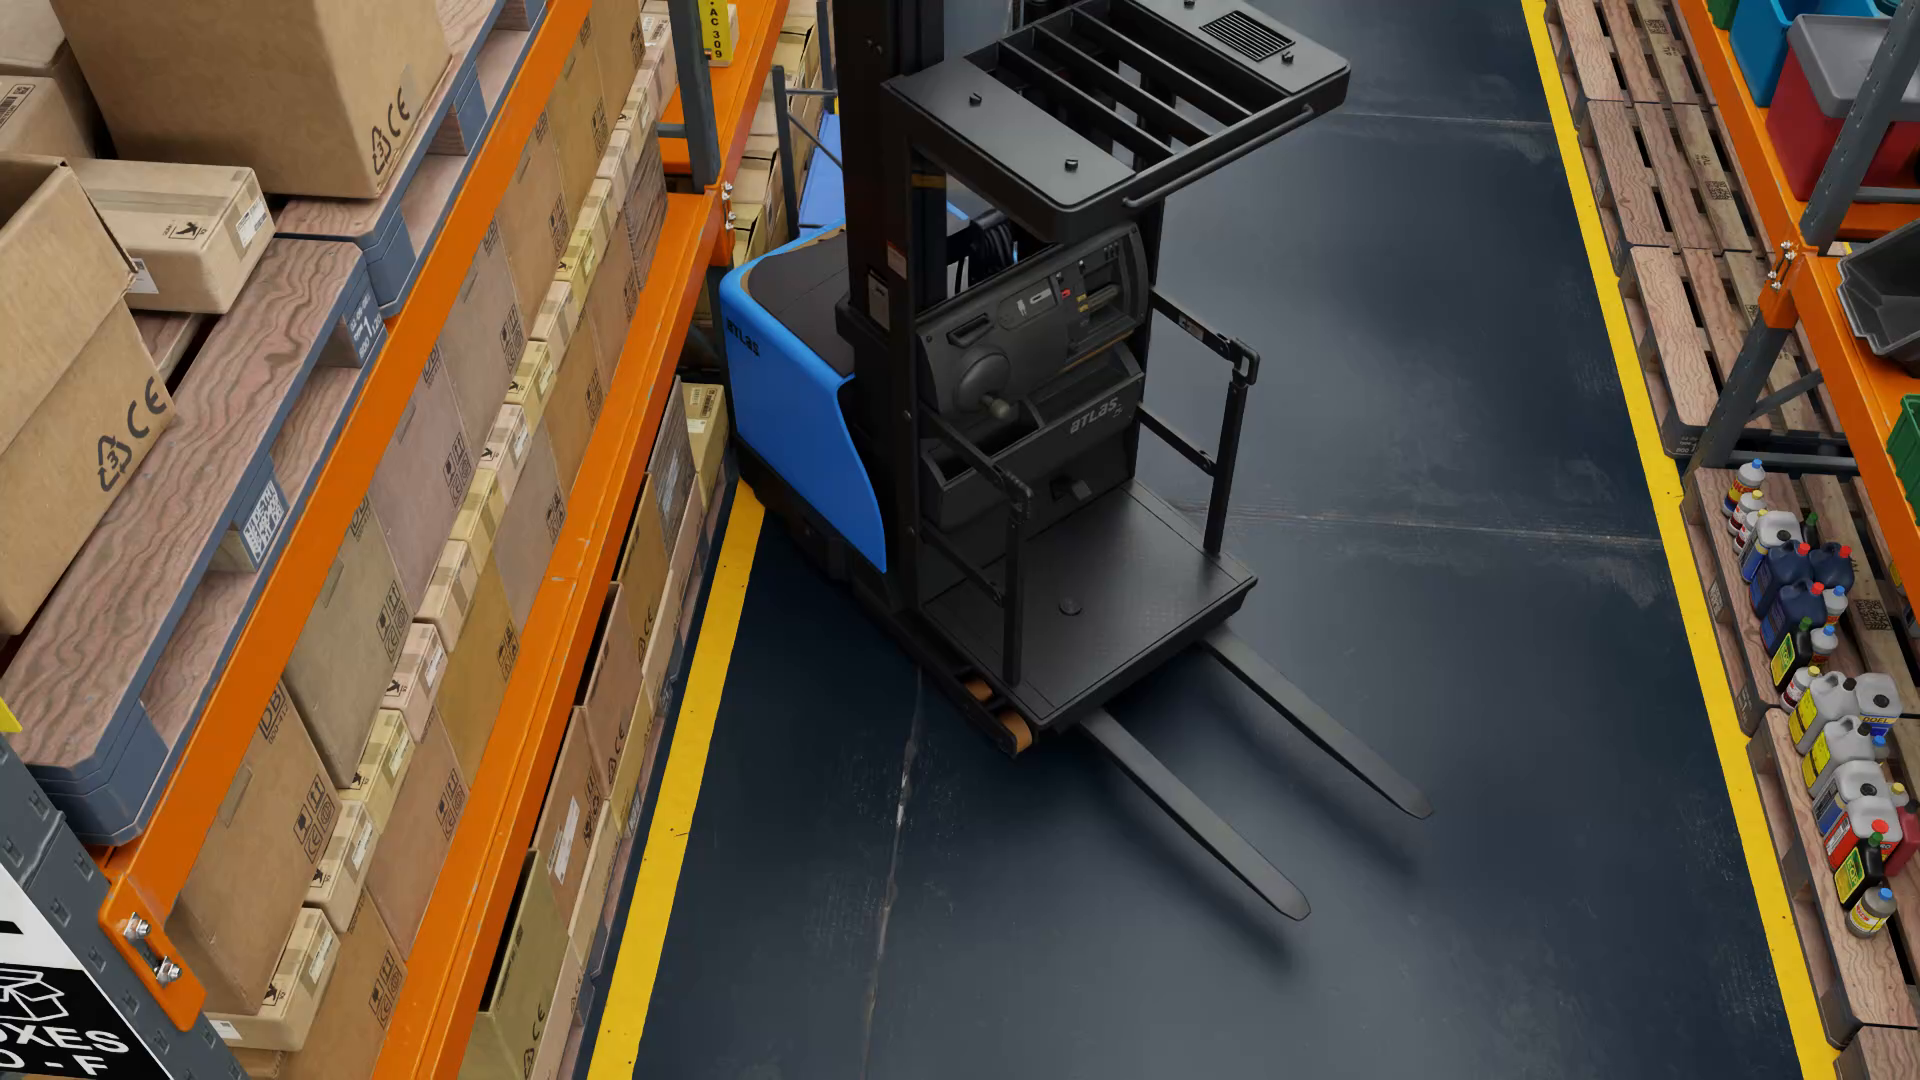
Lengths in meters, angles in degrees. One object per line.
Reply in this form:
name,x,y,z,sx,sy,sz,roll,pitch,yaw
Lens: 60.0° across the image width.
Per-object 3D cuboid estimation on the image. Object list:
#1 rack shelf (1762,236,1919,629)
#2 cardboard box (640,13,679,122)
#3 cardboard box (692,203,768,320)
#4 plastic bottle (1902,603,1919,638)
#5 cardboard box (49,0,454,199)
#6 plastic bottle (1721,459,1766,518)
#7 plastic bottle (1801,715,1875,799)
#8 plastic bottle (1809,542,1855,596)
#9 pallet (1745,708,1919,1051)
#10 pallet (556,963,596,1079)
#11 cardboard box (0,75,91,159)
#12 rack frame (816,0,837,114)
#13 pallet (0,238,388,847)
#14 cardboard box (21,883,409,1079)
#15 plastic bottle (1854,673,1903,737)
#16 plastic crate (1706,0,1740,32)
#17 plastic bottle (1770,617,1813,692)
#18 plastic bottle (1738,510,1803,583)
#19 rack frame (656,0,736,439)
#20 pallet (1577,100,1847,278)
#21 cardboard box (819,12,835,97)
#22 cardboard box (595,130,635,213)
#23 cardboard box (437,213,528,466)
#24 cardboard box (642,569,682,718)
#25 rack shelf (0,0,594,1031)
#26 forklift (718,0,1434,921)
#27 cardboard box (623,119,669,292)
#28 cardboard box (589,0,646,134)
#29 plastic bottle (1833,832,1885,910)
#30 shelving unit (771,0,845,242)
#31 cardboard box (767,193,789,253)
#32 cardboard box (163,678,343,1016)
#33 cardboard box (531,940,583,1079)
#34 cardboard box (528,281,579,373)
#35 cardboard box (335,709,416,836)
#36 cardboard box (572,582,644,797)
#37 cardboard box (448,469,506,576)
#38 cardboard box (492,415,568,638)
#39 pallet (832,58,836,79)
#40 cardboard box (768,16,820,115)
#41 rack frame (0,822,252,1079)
rack shelf,3.348,0.526,4.750,1.077,0.370,4.000,4,48,4
cardboard box,-1.401,-1.836,6.524,0.500,0.250,0.500,7,48,6
cardboard box,-1.117,-1.212,7.051,0.500,0.311,0.500,4,48,4
plastic bottle,3.591,0.227,6.084,0.152,0.276,0.135,4,48,4
cardboard box,-1.343,-1.020,3.196,0.500,0.500,0.500,4,48,4
plastic bottle,3.064,-0.209,6.485,0.097,0.271,0.097,0,48,0
plastic bottle,2.970,0.712,5.589,0.144,0.351,0.185,6,48,5
plastic bottle,3.187,0.134,6.118,0.144,0.351,0.185,4,48,4
pallet,3.319,1.144,5.586,1.003,0.211,1.213,4,48,4
pallet,-1.739,1.793,4.993,1.003,0.211,1.213,4,48,4
cardboard box,-1.925,-0.598,2.979,0.500,0.250,0.500,4,48,4
rack frame,-0.378,-2.049,7.631,0.500,1.500,0.032,3,48,4
pallet,-1.677,-0.083,2.846,1.003,0.211,1.213,4,48,4
cardboard box,-1.712,1.041,3.723,0.700,0.500,0.500,4,48,4
plastic bottle,3.137,0.592,5.749,0.152,0.276,0.135,4,48,4
plastic crate,3.408,-2.414,7.094,0.450,0.188,0.662,4,48,4
plastic bottle,2.969,0.404,5.916,0.061,0.283,0.133,6,48,5
plastic bottle,3.062,0.028,6.265,0.152,0.276,0.135,5,48,5
rack frame,-1.402,-1.522,6.135,1.000,3.000,0.127,4,48,4
pallet,3.672,-1.724,8.210,1.003,0.211,1.213,4,48,4
cardboard box,-0.935,-2.524,8.630,0.500,0.250,0.500,5,48,4
cardboard box,-1.260,-1.186,5.321,0.380,0.149,0.250,3,48,2
cardboard box,-1.574,-0.561,4.309,0.700,0.500,0.500,4,48,4
cardboard box,-1.313,0.355,5.998,0.500,0.250,0.500,4,48,4
rack shelf,-1.585,-0.822,3.950,1.077,0.370,4.000,4,48,4
forklift,0.394,-0.632,5.368,1.130,2.935,3.031,-31,55,-25
cardboard box,-1.437,-1.229,5.800,0.700,0.500,0.500,3,48,3
cardboard box,-1.437,-1.667,5.321,0.700,0.500,0.500,4,48,4
plastic bottle,2.889,1.055,5.321,0.061,0.283,0.133,5,48,4
shelving unit,-0.424,-1.676,7.289,0.538,1.500,1.048,3,48,4
cardboard box,-1.071,-1.391,7.594,0.500,0.250,0.500,5,48,5
cardboard box,-1.707,0.564,3.280,0.700,0.500,0.500,4,48,4
cardboard box,-1.455,1.457,4.990,0.500,0.250,0.500,4,48,4
cardboard box,-1.331,-0.628,4.810,0.380,0.149,0.250,5,48,5
cardboard box,-1.471,0.513,3.766,0.380,0.149,0.250,4,48,4
cardboard box,-1.357,0.469,5.385,0.500,0.500,0.500,4,48,4
cardboard box,-1.401,-0.056,4.287,0.380,0.149,0.250,3,48,3
cardboard box,-1.573,-0.097,4.764,0.700,0.500,0.500,5,48,5
pallet,-1.152,-2.918,9.302,1.003,0.211,1.213,4,48,4
cardboard box,-0.978,-2.342,8.084,0.500,0.311,0.500,5,48,5
rack frame,-1.767,1.417,3.447,1.000,3.000,0.127,4,48,4
